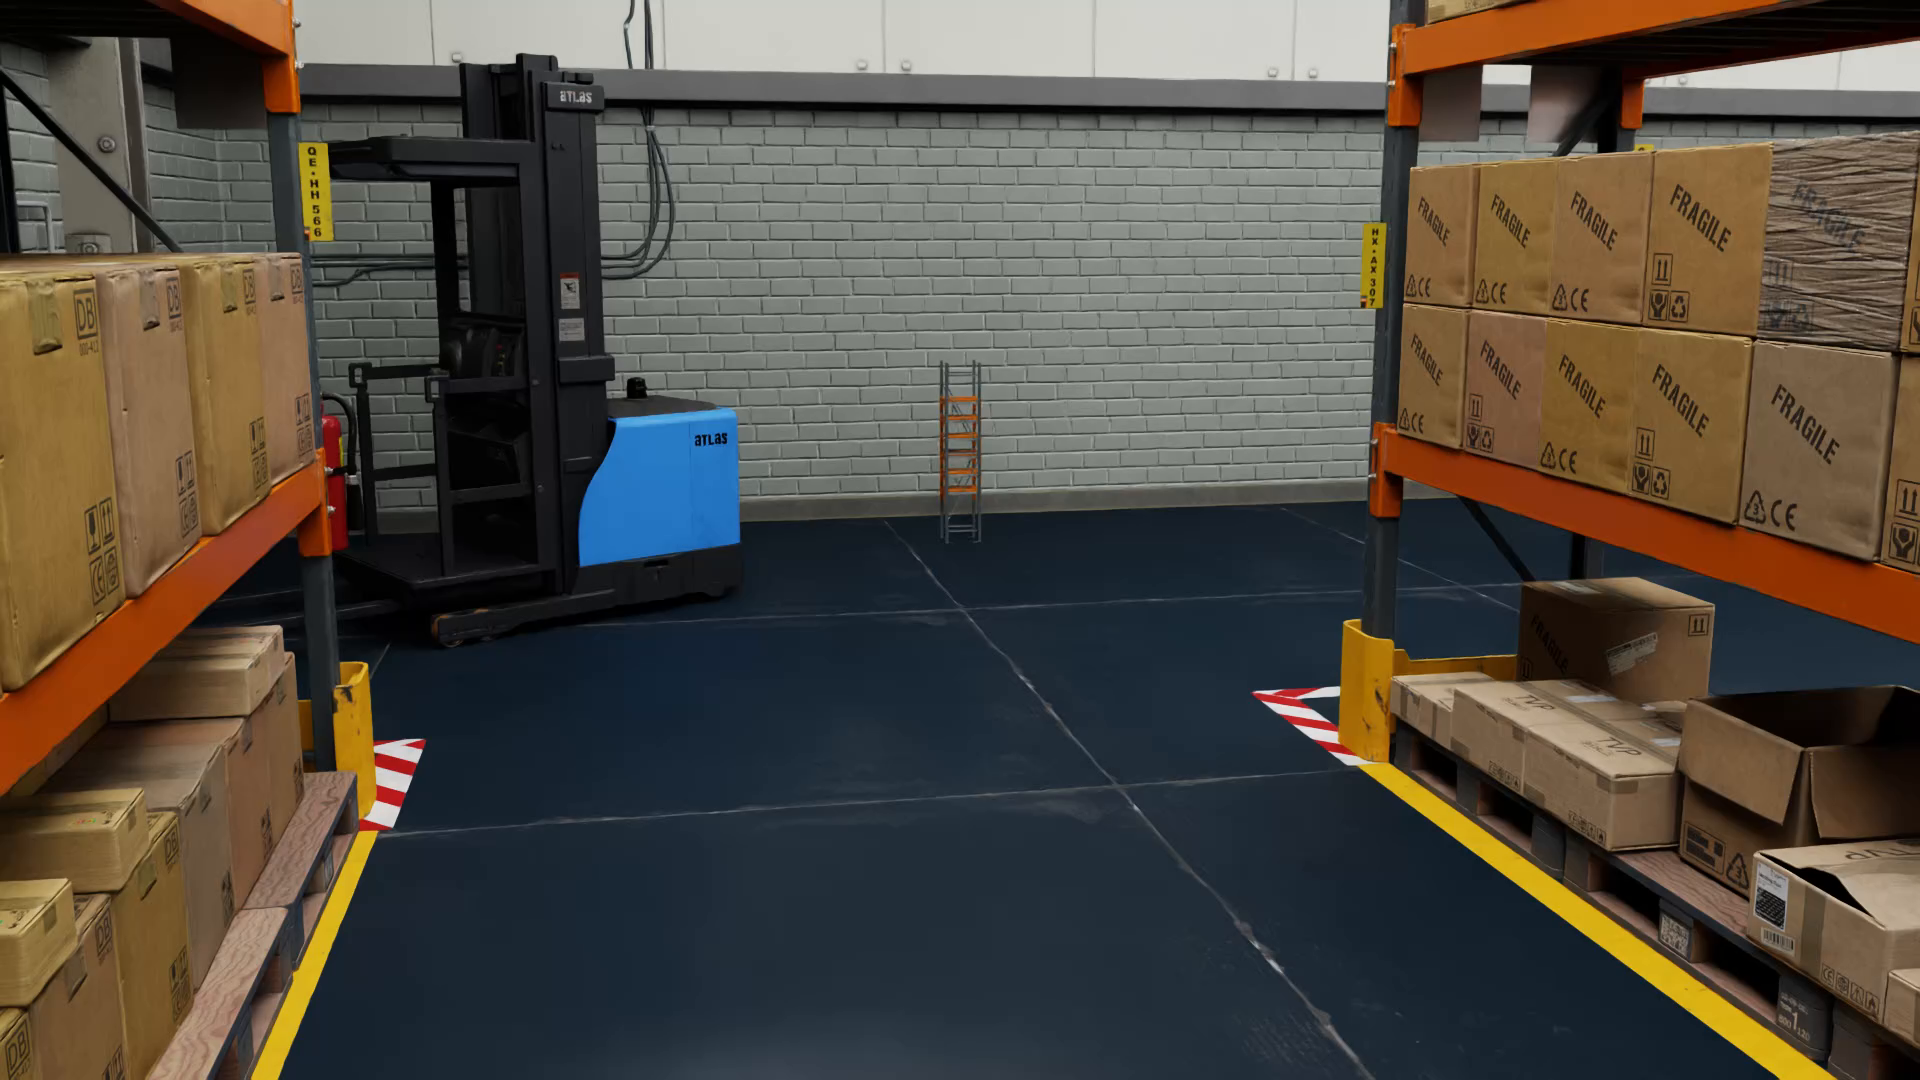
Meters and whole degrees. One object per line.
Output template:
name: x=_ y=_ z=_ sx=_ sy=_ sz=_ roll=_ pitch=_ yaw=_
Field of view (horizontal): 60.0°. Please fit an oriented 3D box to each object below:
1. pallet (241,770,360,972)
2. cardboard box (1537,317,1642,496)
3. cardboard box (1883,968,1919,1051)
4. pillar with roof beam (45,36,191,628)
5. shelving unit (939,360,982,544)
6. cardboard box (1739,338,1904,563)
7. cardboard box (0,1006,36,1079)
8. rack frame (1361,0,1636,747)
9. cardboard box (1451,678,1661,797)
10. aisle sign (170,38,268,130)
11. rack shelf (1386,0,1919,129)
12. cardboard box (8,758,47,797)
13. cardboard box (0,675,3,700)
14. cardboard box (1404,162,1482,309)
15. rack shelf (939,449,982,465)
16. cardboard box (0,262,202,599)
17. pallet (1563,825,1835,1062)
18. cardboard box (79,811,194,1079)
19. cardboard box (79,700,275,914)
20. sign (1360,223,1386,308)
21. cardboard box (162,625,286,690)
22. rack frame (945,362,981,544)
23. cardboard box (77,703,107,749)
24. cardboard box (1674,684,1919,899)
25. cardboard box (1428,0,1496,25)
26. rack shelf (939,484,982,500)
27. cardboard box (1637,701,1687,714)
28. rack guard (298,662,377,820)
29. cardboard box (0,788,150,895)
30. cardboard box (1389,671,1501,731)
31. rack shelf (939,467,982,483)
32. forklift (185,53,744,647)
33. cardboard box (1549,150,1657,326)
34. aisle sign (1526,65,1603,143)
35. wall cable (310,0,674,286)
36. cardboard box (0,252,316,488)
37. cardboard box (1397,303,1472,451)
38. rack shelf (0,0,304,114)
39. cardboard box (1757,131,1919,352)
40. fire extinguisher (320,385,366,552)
pallet: x=-2.489 y=1.037 z=5.184 sx=1.003 sy=0.211 sz=1.213 roll=-2 pitch=11 yaw=-11
cardboard box: x=2.165 y=-0.429 z=5.161 sx=0.500 sy=0.500 sz=0.500 roll=-2 pitch=11 yaw=-11
cardboard box: x=2.394 y=1.100 z=3.845 sx=0.380 sy=0.149 sz=0.250 roll=-2 pitch=11 yaw=-11
pillar with roof beam: x=0.127 y=-4.044 z=8.377 sx=9.100 sy=9.000 sz=0.400 roll=-2 pitch=11 yaw=-11
shelving unit: x=0.003 y=-0.587 z=11.070 sx=0.258 sy=1.200 sz=0.189 roll=-2 pitch=11 yaw=-11
cardboard box: x=2.362 y=-0.244 z=4.189 sx=0.500 sy=0.500 sz=0.500 roll=-2 pitch=11 yaw=-10
cardboard box: x=-1.989 y=1.138 z=2.759 sx=0.700 sy=0.500 sz=0.500 roll=-2 pitch=11 yaw=-10
rack frame: x=2.137 y=-0.658 z=6.629 sx=1.000 sy=3.000 sz=0.127 roll=-2 pitch=11 yaw=-11
cardboard box: x=2.061 y=0.679 z=5.785 sx=0.500 sy=0.250 sz=0.500 roll=-2 pitch=11 yaw=-11
aisle sign: x=-2.441 y=-1.778 z=5.562 sx=0.394 sy=0.787 sz=0.004 roll=-2 pitch=11 yaw=-11
rack shelf: x=2.526 y=-1.411 z=4.489 sx=1.077 sy=0.370 sz=4.000 roll=-2 pitch=11 yaw=-11
cardboard box: x=-2.460 y=0.568 z=4.018 sx=0.380 sy=0.149 sz=0.250 roll=-2 pitch=11 yaw=-10
cardboard box: x=-2.033 y=0.009 z=2.322 sx=0.980 sy=0.700 sz=0.700 roll=-2 pitch=11 yaw=-10
cardboard box: x=1.964 y=-1.107 z=6.048 sx=0.500 sy=0.500 sz=0.500 roll=-2 pitch=11 yaw=-9
rack shelf: x=0.003 y=-0.543 z=11.079 sx=0.258 sy=0.103 sz=0.180 roll=-2 pitch=11 yaw=-11
cardboard box: x=-2.321 y=-0.258 z=3.726 sx=0.980 sy=0.700 sz=0.700 roll=-3 pitch=11 yaw=-14
pallet: x=2.541 y=1.096 z=4.875 sx=1.003 sy=0.211 sz=1.213 roll=-2 pitch=11 yaw=-11
cardboard box: x=-2.181 y=0.951 z=3.739 sx=0.700 sy=0.500 sz=0.500 roll=-2 pitch=11 yaw=-10
cardboard box: x=-2.390 y=0.761 z=4.736 sx=0.700 sy=0.500 sz=0.500 roll=-2 pitch=11 yaw=-11
sign: x=1.604 y=-1.063 z=6.444 sx=0.100 sy=0.325 sz=0.005 roll=-2 pitch=11 yaw=-11
cardboard box: x=-2.284 y=0.368 z=5.068 sx=0.380 sy=0.149 sz=0.250 roll=-2 pitch=11 yaw=-12
rack frame: x=0.021 y=-0.570 z=10.982 sx=0.240 sy=1.200 sz=0.006 roll=-2 pitch=11 yaw=-11
cardboard box: x=-2.560 y=0.474 z=4.510 sx=0.380 sy=0.149 sz=0.250 roll=-2 pitch=11 yaw=-11
cardboard box: x=2.544 y=0.742 z=4.776 sx=0.797 sy=0.503 sz=0.637 roll=-2 pitch=11 yaw=-11
cardboard box: x=1.987 y=-1.954 z=5.819 sx=0.500 sy=0.250 sz=0.500 roll=-2 pitch=11 yaw=-11
rack shelf: x=0.003 y=-0.307 z=11.124 sx=0.258 sy=0.103 sz=0.180 roll=-2 pitch=11 yaw=-11
cardboard box: x=2.475 y=0.686 z=5.968 sx=0.380 sy=0.166 sz=0.250 roll=-2 pitch=11 yaw=-11
rack guard: x=-2.726 y=0.747 z=5.936 sx=1.175 sy=0.500 sz=0.348 roll=-2 pitch=11 yaw=-11
cardboard box: x=-1.978 y=0.654 z=3.566 sx=0.380 sy=0.149 sz=0.250 roll=-2 pitch=11 yaw=-13
cardboard box: x=1.881 y=0.616 z=6.385 sx=0.380 sy=0.149 sz=0.250 roll=-2 pitch=11 yaw=-11
rack shelf: x=0.003 y=-0.425 z=11.101 sx=0.258 sy=0.103 sz=0.180 roll=-2 pitch=11 yaw=-11
forklift: x=-2.685 y=-1.011 z=8.669 sx=3.031 sy=2.935 sz=1.130 roll=-9 pitch=14 yaw=-40
cardboard box: x=2.166 y=-0.919 z=5.063 sx=0.500 sy=0.500 sz=0.500 roll=-2 pitch=11 yaw=-10
aisle sign: x=2.424 y=-1.958 z=6.510 sx=0.394 sy=0.787 sz=0.004 roll=-2 pitch=11 yaw=-11
wall cable: x=-3.471 y=-2.949 z=10.927 sx=3.097 sy=2.526 sz=0.112 roll=-2 pitch=11 yaw=-11
cardboard box: x=-2.613 y=-0.531 z=5.161 sx=0.980 sy=0.700 sz=0.700 roll=-2 pitch=11 yaw=-8
cardboard box: x=1.964 y=-0.616 z=6.142 sx=0.500 sy=0.500 sz=0.500 roll=-2 pitch=11 yaw=-10
rack shelf: x=-2.333 y=-1.230 z=3.538 sx=1.077 sy=0.370 sz=4.000 roll=-2 pitch=11 yaw=-11
cardboard box: x=2.362 y=-0.734 z=4.088 sx=0.500 sy=0.500 sz=0.500 roll=-2 pitch=11 yaw=-11
fire extinguisher: x=-2.298 y=-0.300 z=5.955 sx=0.296 sy=0.674 sz=0.183 roll=-2 pitch=11 yaw=-11
